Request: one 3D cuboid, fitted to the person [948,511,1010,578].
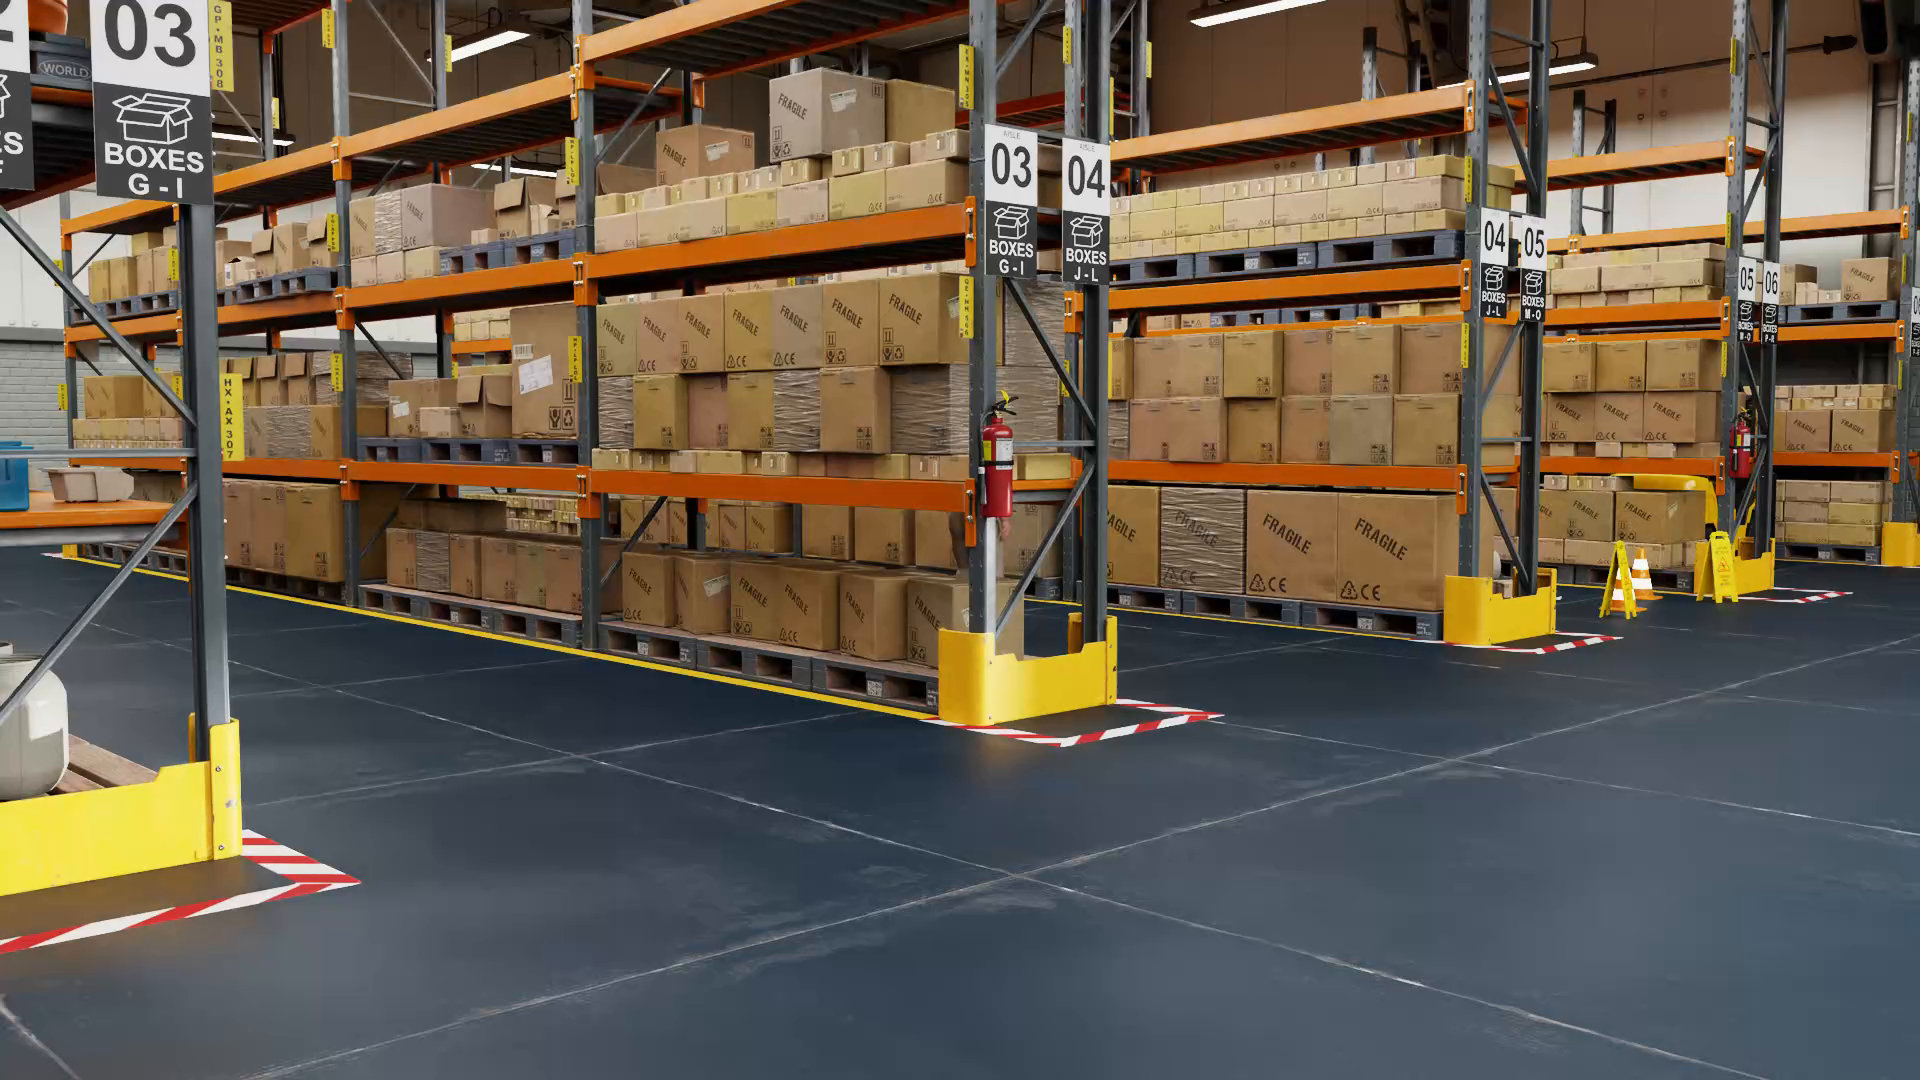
[{"bbox_3d":[0.126,-0.174,12.918,0.596,1.657,0.373,4,5,44],"label":"person"}]
